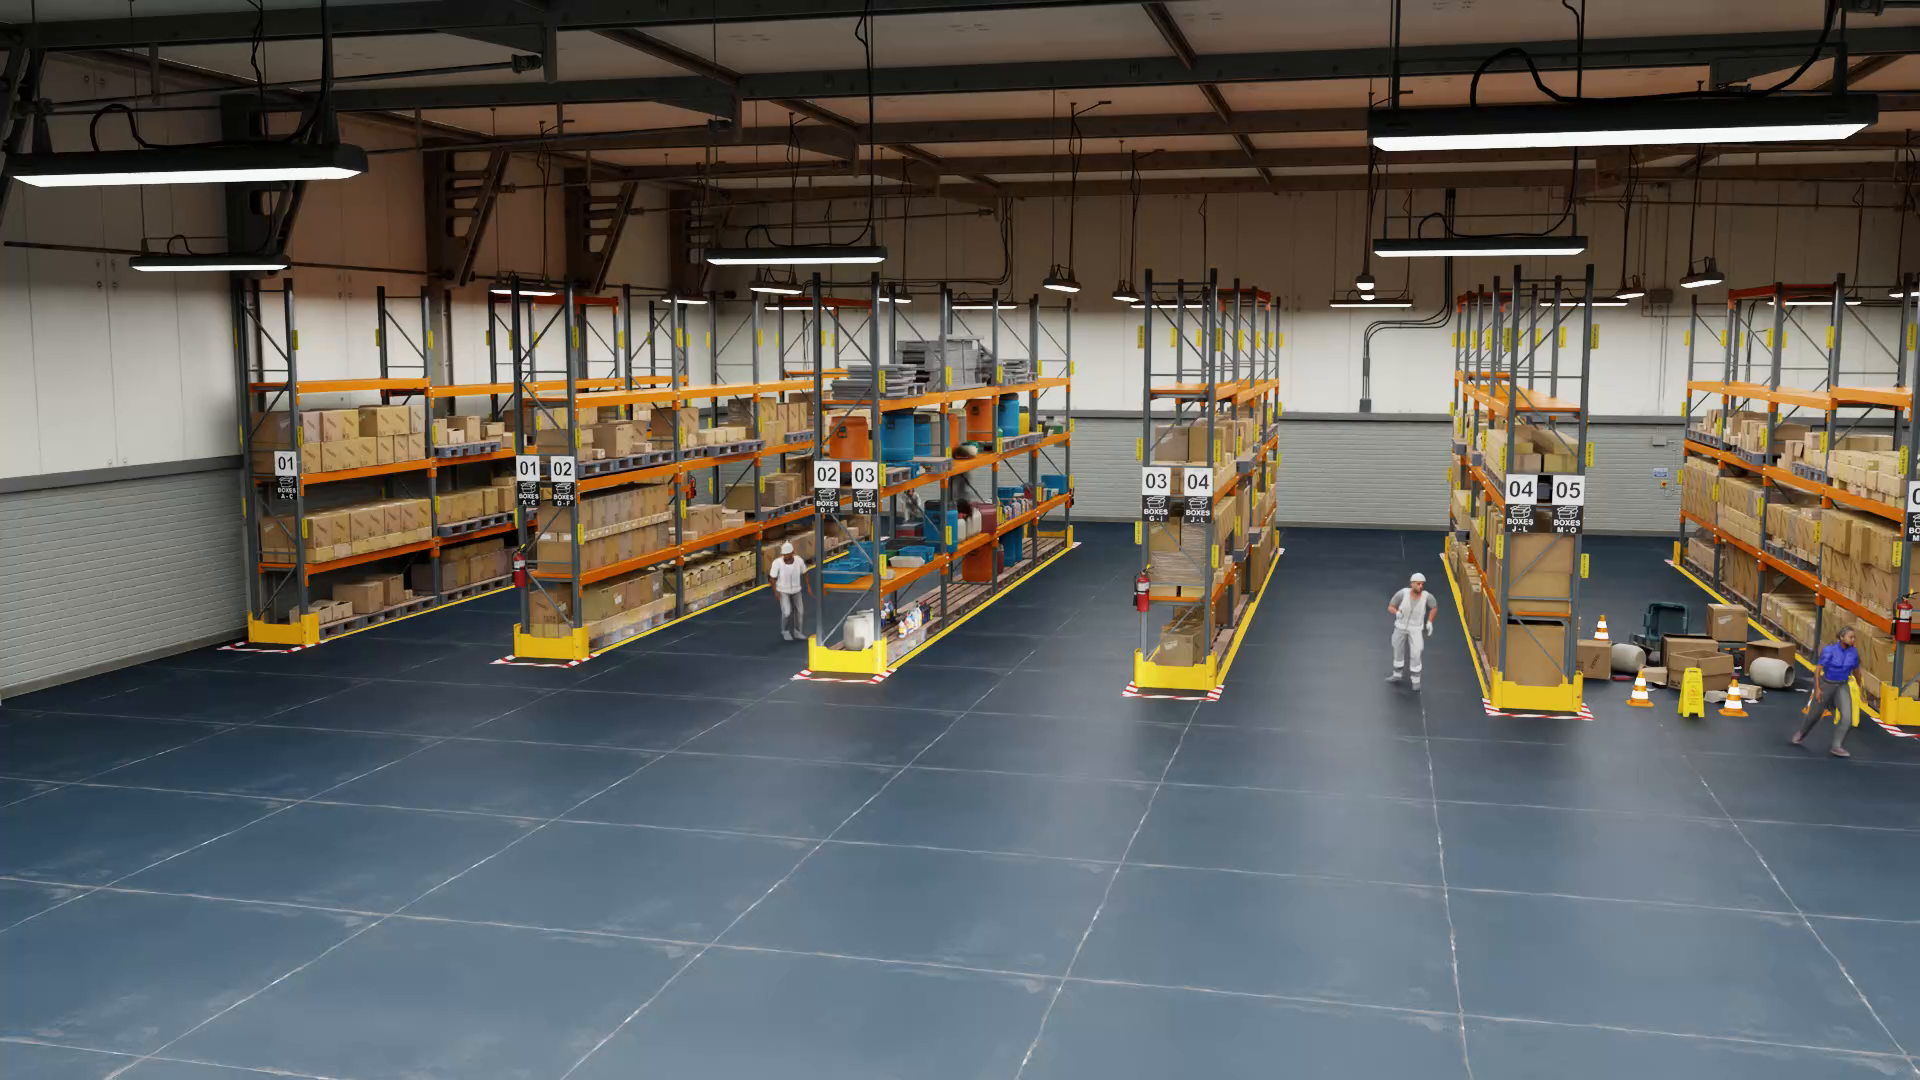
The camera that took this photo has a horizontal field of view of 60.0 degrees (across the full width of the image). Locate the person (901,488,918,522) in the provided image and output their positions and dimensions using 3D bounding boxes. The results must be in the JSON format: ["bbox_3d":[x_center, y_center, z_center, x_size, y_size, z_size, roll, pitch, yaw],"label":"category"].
[{"bbox_3d":[-1.235,-0.735,41.883,0.490,1.307,1.002,0,7,2],"label":"person"}]

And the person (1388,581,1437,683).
[{"bbox_3d":[6.538,1.274,24.056,0.646,1.573,0.696,3,8,25],"label":"person"}]

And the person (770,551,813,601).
[{"bbox_3d":[-2.801,0.537,27.631,0.707,0.972,0.480,-3,8,-25],"label":"person"}]

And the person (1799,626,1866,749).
[{"bbox_3d":[10.637,1.761,20.327,0.635,1.524,0.729,-1,7,-5],"label":"person"}]
